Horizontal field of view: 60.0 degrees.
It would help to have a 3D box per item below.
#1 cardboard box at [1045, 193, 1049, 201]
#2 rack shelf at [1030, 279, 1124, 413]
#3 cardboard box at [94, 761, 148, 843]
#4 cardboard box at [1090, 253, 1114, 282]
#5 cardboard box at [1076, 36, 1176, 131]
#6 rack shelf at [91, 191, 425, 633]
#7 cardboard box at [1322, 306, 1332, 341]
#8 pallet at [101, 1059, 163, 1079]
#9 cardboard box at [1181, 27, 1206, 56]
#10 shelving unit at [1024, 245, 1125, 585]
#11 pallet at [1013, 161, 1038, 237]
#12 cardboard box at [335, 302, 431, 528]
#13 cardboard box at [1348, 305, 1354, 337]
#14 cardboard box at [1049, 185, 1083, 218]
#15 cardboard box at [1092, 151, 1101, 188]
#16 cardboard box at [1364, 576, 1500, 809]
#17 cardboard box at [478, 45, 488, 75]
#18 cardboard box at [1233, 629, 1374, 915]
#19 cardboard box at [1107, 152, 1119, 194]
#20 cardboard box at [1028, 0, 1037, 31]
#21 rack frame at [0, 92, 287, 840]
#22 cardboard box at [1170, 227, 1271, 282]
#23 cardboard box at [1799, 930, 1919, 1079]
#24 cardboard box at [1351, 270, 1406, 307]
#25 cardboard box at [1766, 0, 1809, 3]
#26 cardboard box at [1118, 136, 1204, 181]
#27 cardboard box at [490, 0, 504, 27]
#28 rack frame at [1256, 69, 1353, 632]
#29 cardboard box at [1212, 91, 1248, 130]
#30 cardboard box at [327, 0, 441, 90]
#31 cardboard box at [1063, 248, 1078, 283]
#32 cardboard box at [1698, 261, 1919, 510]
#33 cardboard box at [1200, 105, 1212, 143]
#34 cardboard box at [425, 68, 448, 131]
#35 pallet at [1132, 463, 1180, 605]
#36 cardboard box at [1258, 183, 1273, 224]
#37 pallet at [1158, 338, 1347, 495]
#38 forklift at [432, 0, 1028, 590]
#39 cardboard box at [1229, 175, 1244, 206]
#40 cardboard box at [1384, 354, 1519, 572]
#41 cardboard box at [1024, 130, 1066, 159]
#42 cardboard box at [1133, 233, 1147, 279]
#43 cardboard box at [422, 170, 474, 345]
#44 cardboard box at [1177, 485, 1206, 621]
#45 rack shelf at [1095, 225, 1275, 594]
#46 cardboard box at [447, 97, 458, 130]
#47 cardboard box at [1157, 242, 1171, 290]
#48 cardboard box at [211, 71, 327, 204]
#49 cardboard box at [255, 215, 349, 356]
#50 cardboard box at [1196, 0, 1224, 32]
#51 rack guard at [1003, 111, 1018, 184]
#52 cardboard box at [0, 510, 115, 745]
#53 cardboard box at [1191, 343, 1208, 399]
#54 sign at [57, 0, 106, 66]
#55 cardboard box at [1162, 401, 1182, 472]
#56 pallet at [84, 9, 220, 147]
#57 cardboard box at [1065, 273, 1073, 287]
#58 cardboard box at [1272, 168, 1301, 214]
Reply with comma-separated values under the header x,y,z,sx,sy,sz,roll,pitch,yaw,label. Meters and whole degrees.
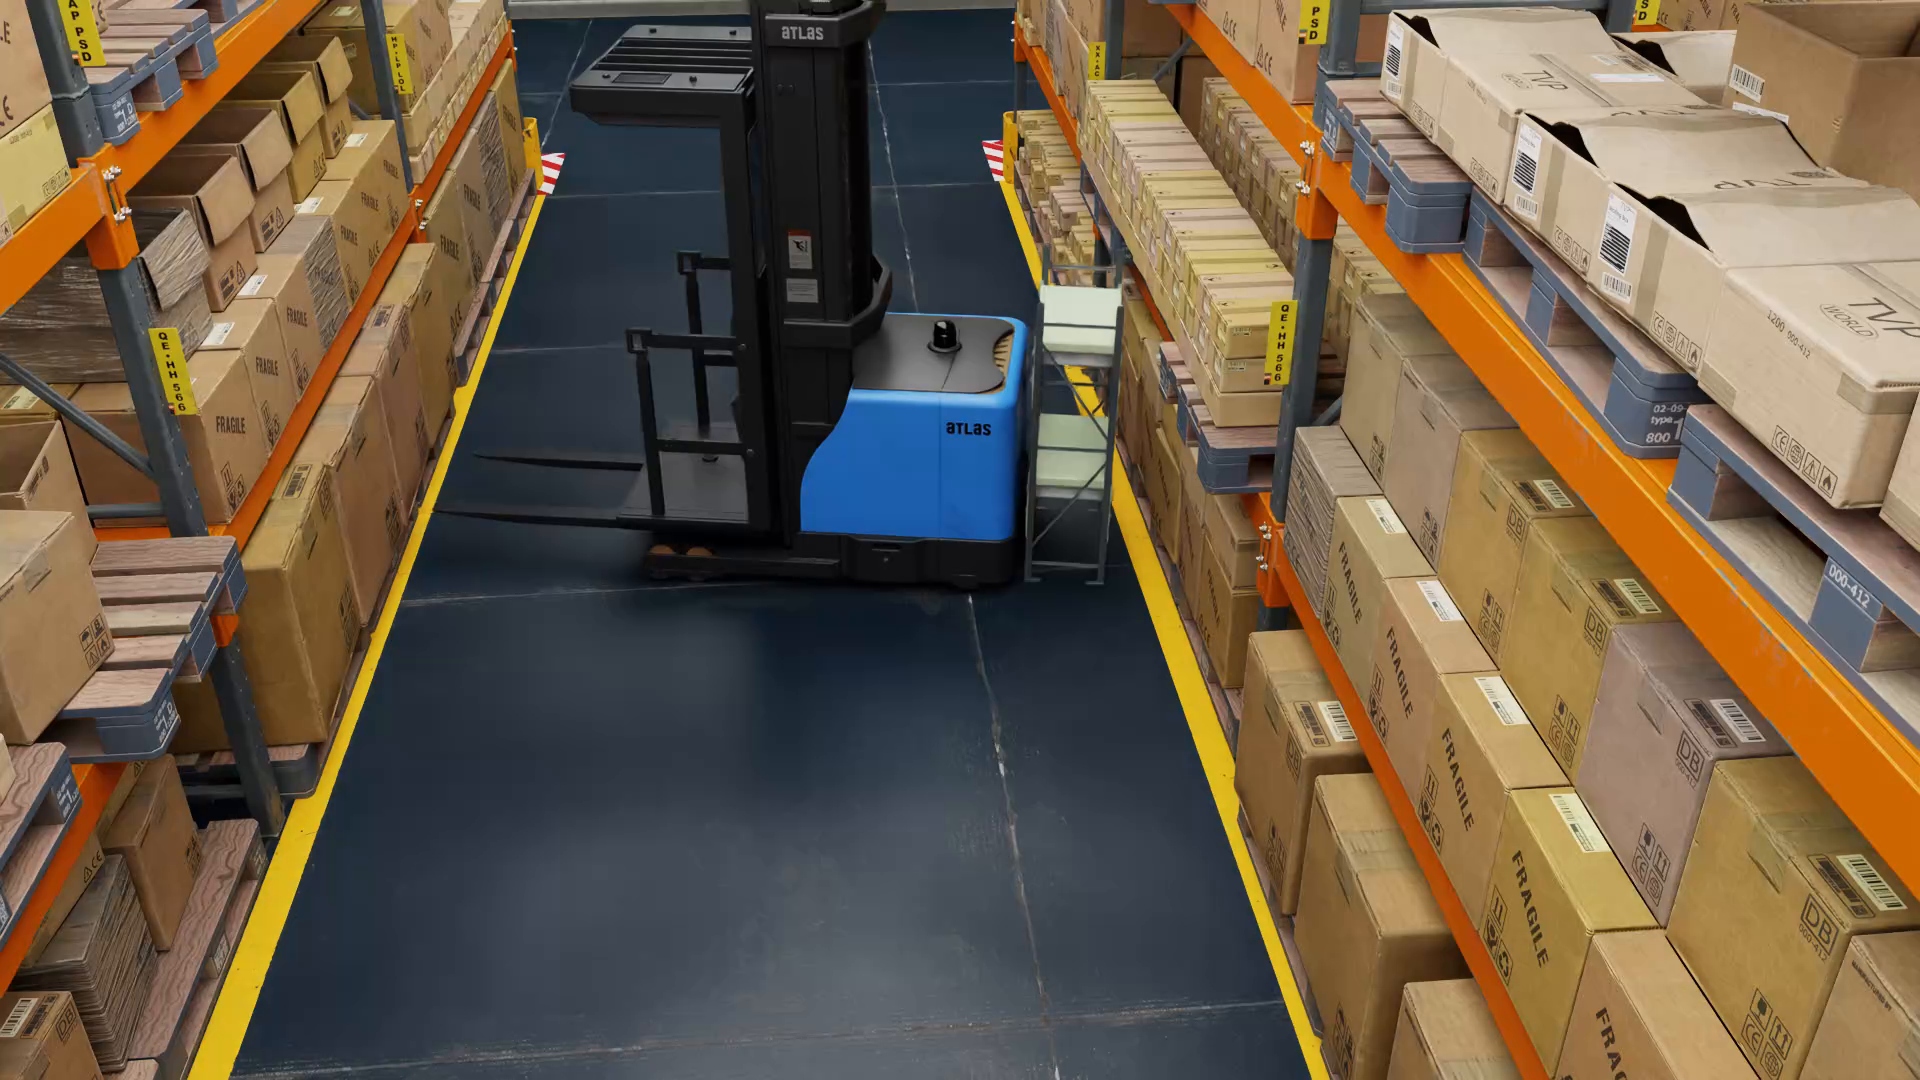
x,y,z,sx,sy,sz,roll,pitch,yaw,label
0.842,-2.512,12.401,0.380,0.149,0.250,-3,31,-4,cardboard box
0.576,-0.954,8.115,0.431,0.370,0.720,3,31,3,rack shelf
-3.166,0.817,5.734,0.500,0.250,0.500,-2,31,-3,cardboard box
1.023,-1.695,10.453,0.380,0.149,0.250,-2,31,-3,cardboard box
0.989,-2.718,9.988,0.500,0.500,0.500,-3,31,-5,cardboard box
-3.445,-0.798,7.863,1.077,0.370,4.000,-3,31,-5,rack shelf
1.771,-0.995,7.326,0.380,0.149,0.250,-1,31,-2,cardboard box
-3.076,2.132,4.975,1.003,0.211,1.213,-3,31,-5,pallet
1.516,-3.156,9.746,0.500,0.500,0.500,-2,31,-3,cardboard box
0.568,-0.619,8.316,0.431,1.500,0.755,3,31,3,shelving unit
0.990,-2.704,13.071,1.003,0.211,1.213,-3,31,-5,pallet
-3.468,-0.614,8.516,1.225,0.875,0.875,-4,31,-6,cardboard box
1.817,-0.867,6.822,0.380,0.149,0.250,-1,31,-2,cardboard box
0.828,-2.357,11.562,0.380,0.149,0.250,-4,31,-6,cardboard box
0.926,-2.022,9.046,0.380,0.149,0.250,-2,31,-4,cardboard box
1.560,0.444,4.984,0.500,0.500,0.500,-3,31,-5,cardboard box
-3.548,-3.375,11.720,0.380,0.149,0.250,-3,31,-6,cardboard box
1.657,0.829,6.222,1.050,0.750,0.750,-3,31,-5,cardboard box
0.970,-1.894,8.542,0.380,0.149,0.250,-4,31,-7,cardboard box
0.784,-4.012,12.155,0.500,0.500,0.500,-3,31,-4,cardboard box
-3.258,-0.086,5.969,1.000,3.000,0.127,-3,31,-5,rack frame
1.113,-1.226,7.133,0.380,0.149,0.250,-2,31,-3,cardboard box
2.011,1.045,3.003,0.700,0.500,0.500,-3,31,-5,cardboard box
1.812,-0.982,6.724,0.380,0.149,0.250,-4,31,-6,cardboard box
5.820,-3.822,11.150,0.500,0.500,0.500,-2,31,-4,cardboard box
0.994,-1.888,8.240,0.380,0.149,0.250,-3,31,-5,cardboard box
-3.696,-3.999,12.376,0.500,0.250,0.500,-3,31,-5,cardboard box
1.690,-0.272,6.280,1.000,3.000,0.127,-3,31,-5,rack frame
1.574,-2.309,8.946,0.380,0.149,0.250,-4,31,-6,cardboard box
-3.460,-3.022,10.009,0.500,0.500,0.500,-3,31,-5,cardboard box
0.890,-1.817,10.948,0.380,0.149,0.250,-4,31,-6,cardboard box
1.729,-0.296,3.035,0.500,0.250,0.500,-3,31,-5,cardboard box
1.550,-2.321,9.255,0.380,0.149,0.250,-2,31,-3,cardboard box
-3.456,-2.698,10.198,0.500,0.250,0.500,-3,31,-5,cardboard box
1.507,-0.095,8.704,1.003,0.211,1.213,-3,31,-5,pallet
1.676,-1.648,8.129,0.380,0.149,0.250,-3,31,-4,cardboard box
1.517,-0.548,6.930,1.213,0.211,1.003,-3,31,-5,pallet
-1.186,-1.318,8.098,3.031,2.935,1.130,3,31,5,forklift
1.619,-1.805,8.683,0.380,0.149,0.250,-4,31,-7,cardboard box
1.770,-0.256,5.181,0.700,0.500,0.500,-3,31,-5,cardboard box
0.694,-3.015,12.662,0.380,0.149,0.250,-3,31,-5,cardboard box
1.042,-1.368,7.951,0.380,0.149,0.250,-4,31,-7,cardboard box
-3.614,-1.737,10.395,0.875,0.875,0.875,-3,31,-5,cardboard box
1.323,0.032,7.799,0.500,0.500,0.500,-2,31,-3,cardboard box
1.503,-0.984,8.174,1.077,0.370,4.000,-3,31,-5,rack shelf
-3.429,-2.721,10.625,0.380,0.149,0.250,-3,31,-5,cardboard box
1.092,-1.228,7.426,0.380,0.149,0.250,-3,31,-5,cardboard box
-3.511,-1.925,7.972,0.797,0.503,0.637,-2,31,-4,cardboard box
-3.179,-1.170,7.686,0.500,0.500,0.500,-3,31,-4,cardboard box
1.281,-2.392,6.807,0.500,0.500,0.500,-3,31,-5,cardboard box
0.949,-3.244,13.694,1.175,0.500,0.348,-3,31,-5,rack guard
-3.016,0.245,4.908,0.700,0.500,0.500,2,31,3,cardboard box
1.164,-0.701,6.834,0.380,0.149,0.250,-3,31,-5,cardboard box
-2.718,-1.621,5.109,0.100,0.325,0.005,-3,31,-5,sign
1.275,-0.555,8.051,0.500,0.250,0.500,-2,31,-3,cardboard box
-3.371,-1.619,5.794,1.213,0.211,1.003,-1,31,-2,pallet
0.910,-1.723,11.080,0.380,0.149,0.250,-4,31,-6,cardboard box
1.695,-1.643,7.832,0.380,0.149,0.250,-3,31,-5,cardboard box
